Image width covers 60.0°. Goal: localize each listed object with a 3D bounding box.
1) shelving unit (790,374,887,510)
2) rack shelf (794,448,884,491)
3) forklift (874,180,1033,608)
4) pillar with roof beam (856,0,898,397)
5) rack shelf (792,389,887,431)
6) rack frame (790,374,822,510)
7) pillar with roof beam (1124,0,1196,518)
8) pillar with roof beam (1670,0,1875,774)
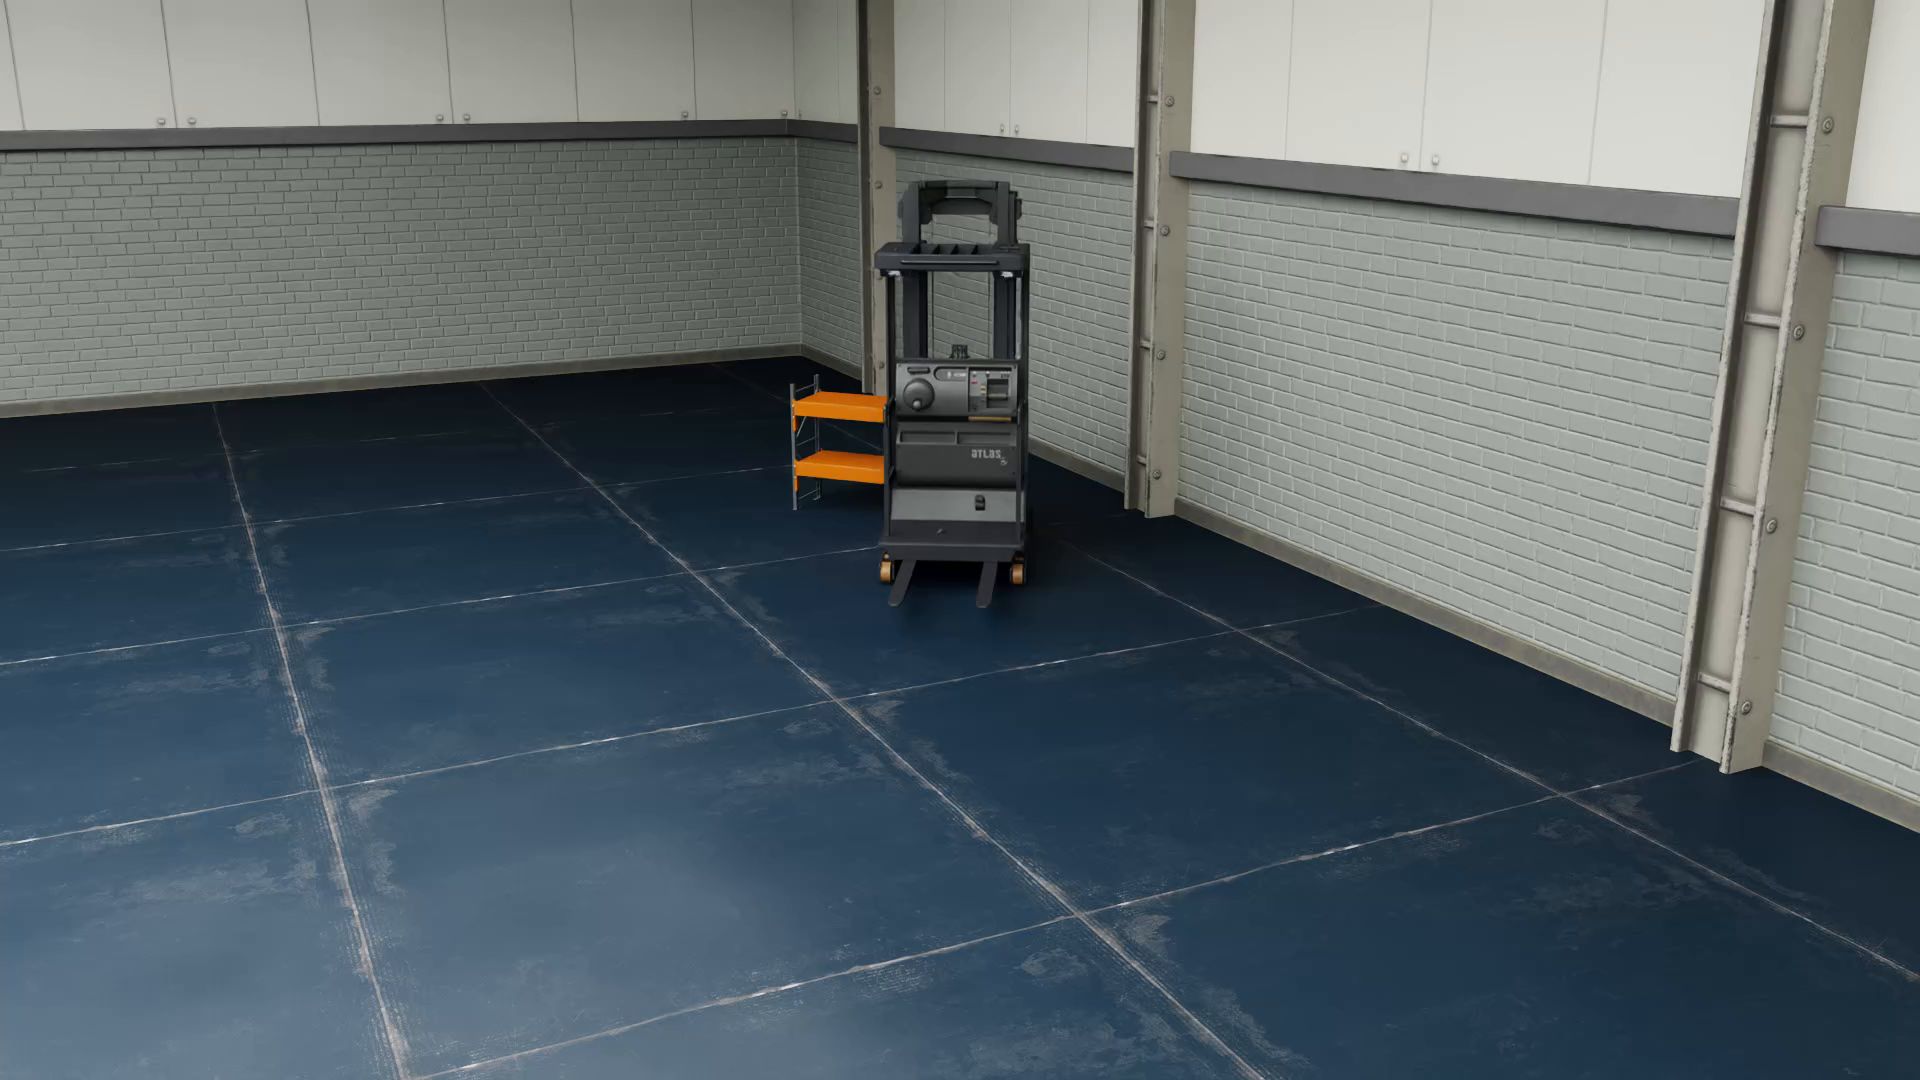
[{"bbox_3d":[-0.890,-0.816,14.554,1.048,1.125,0.538,6,17,21],"label":"shelving unit"},{"bbox_3d":[-0.890,-0.581,14.622,1.000,0.278,0.538,6,17,21],"label":"rack shelf"},{"bbox_3d":[-0.037,-1.159,12.476,1.130,2.935,3.031,1,16,4],"label":"forklift"},{"bbox_3d":[-4.821,-5.549,16.774,9.100,9.000,0.400,-8,18,-25],"label":"pillar with roof beam"},{"bbox_3d":[-0.890,-1.097,14.473,1.000,0.278,0.538,6,17,21],"label":"rack shelf"},{"bbox_3d":[-1.361,-0.869,14.738,0.032,1.125,0.500,6,17,21],"label":"rack frame"},{"bbox_3d":[-2.193,-4.061,11.589,9.100,9.000,0.400,-8,18,-25],"label":"pillar with roof beam"},{"bbox_3d":[0.436,-2.574,6.405,9.100,9.000,0.400,-8,18,-25],"label":"pillar with roof beam"}]
